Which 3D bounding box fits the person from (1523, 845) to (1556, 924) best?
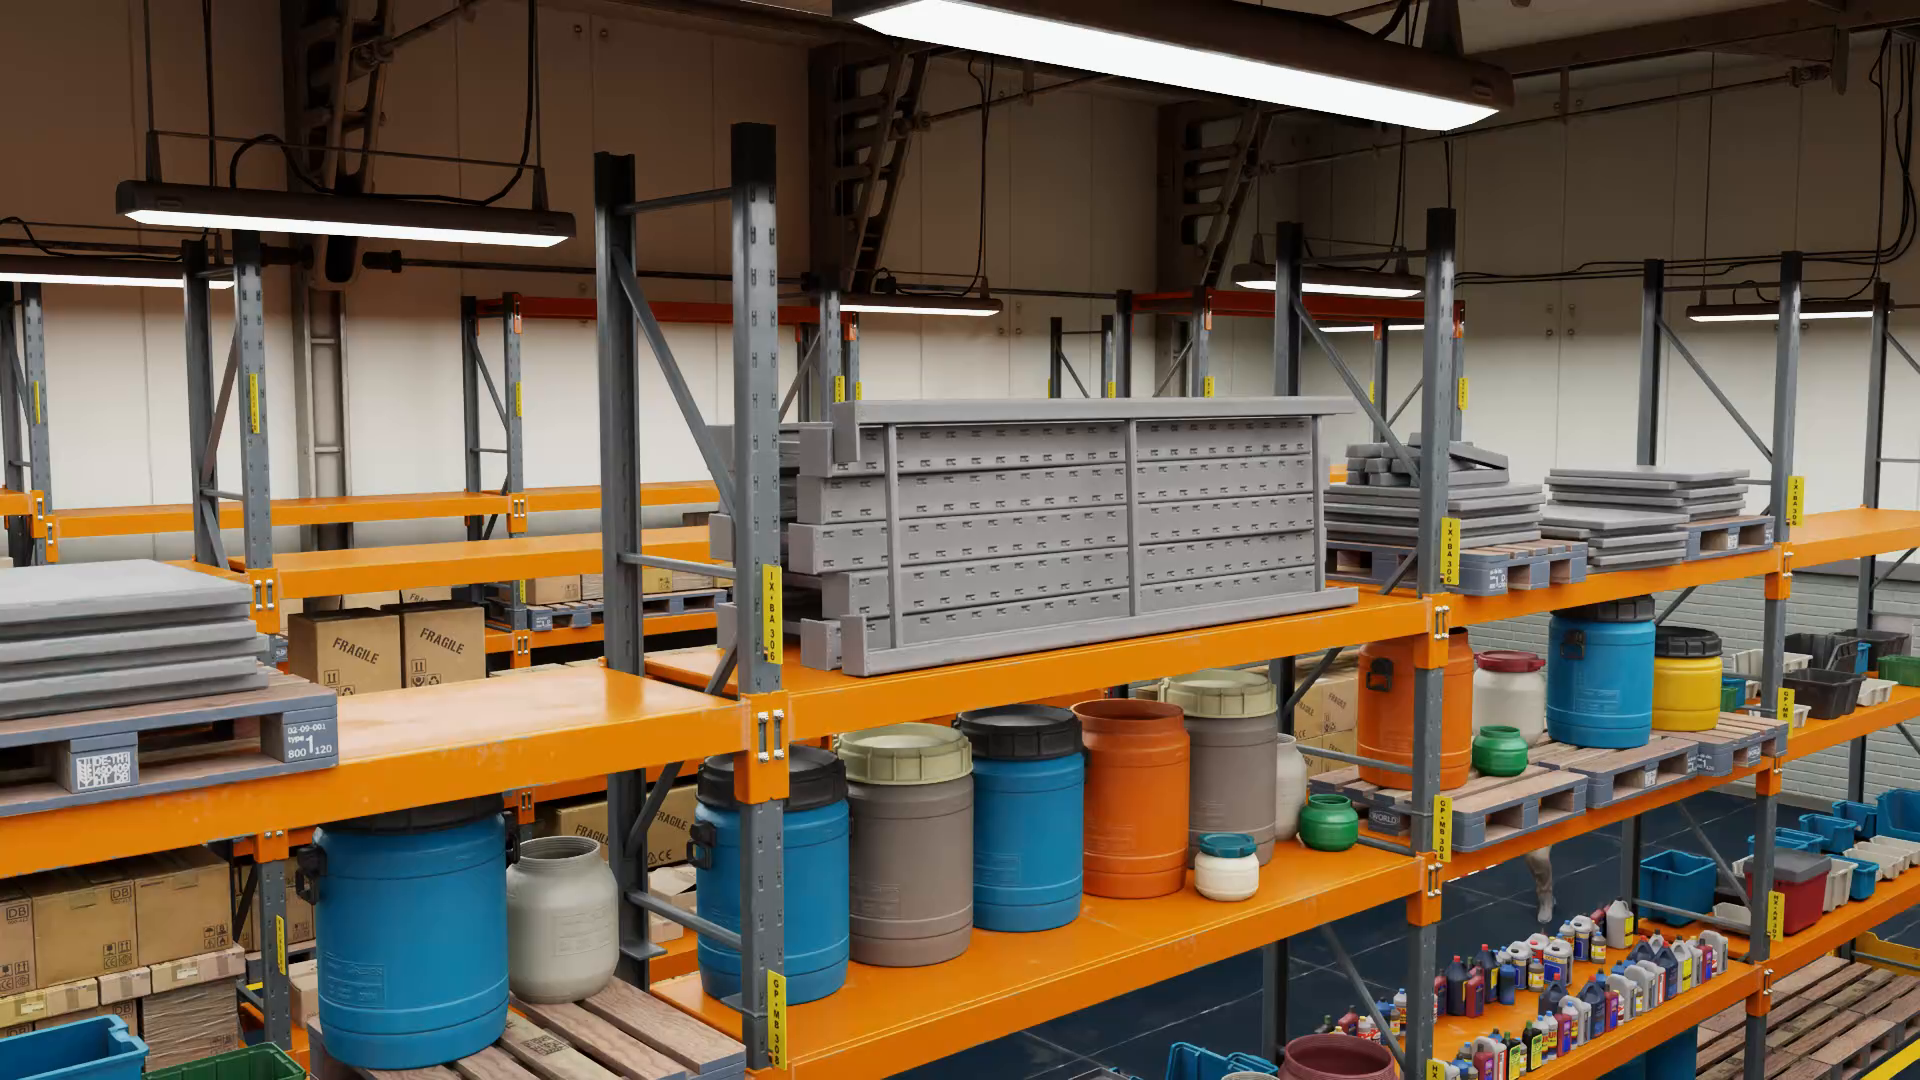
[{"bbox_3d":[5.562,2.781,16.266,0.667,1.724,0.756,3,6,29],"label":"person"}]
